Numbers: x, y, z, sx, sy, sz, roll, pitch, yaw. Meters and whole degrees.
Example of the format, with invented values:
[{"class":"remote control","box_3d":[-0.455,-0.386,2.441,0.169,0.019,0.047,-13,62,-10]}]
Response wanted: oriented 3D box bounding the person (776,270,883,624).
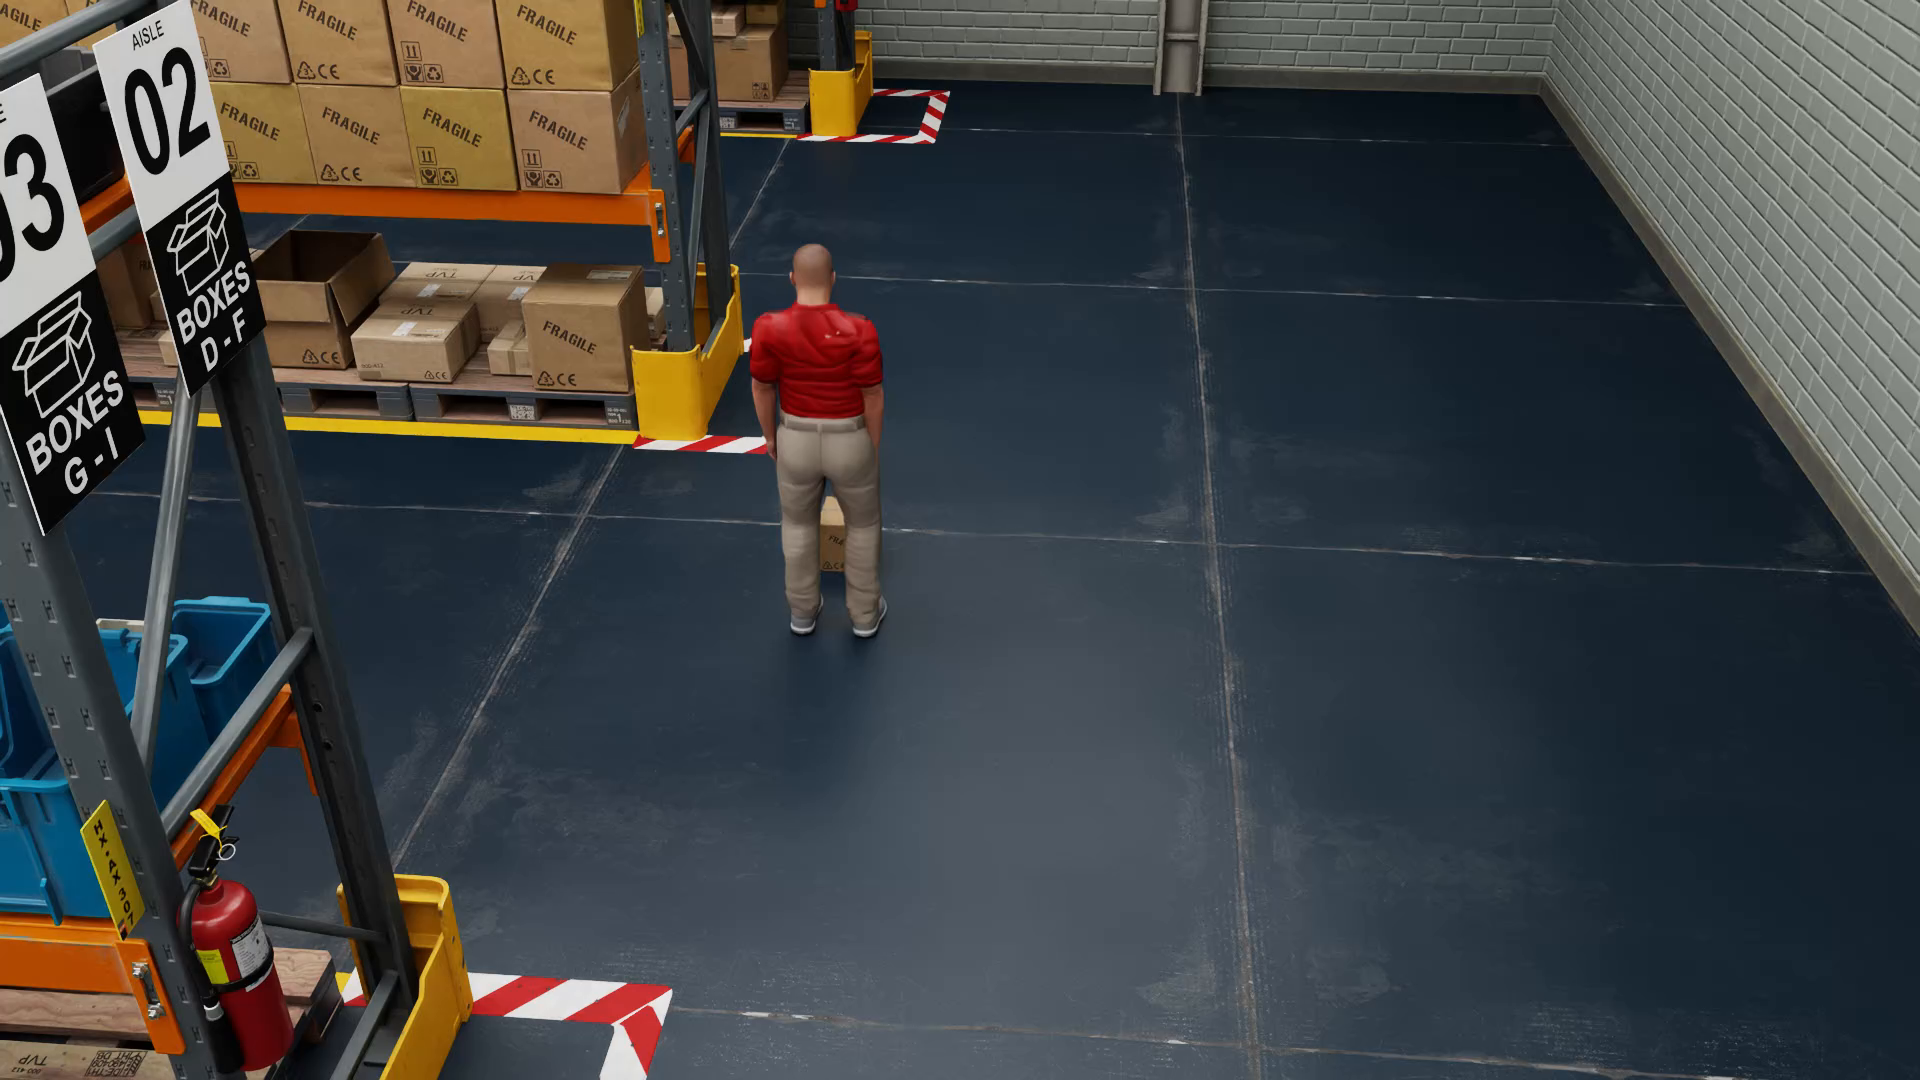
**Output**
[{"class":"person","box_3d":[-0.544,-0.382,6.792,0.434,1.549,0.356,3,32,5]}]
